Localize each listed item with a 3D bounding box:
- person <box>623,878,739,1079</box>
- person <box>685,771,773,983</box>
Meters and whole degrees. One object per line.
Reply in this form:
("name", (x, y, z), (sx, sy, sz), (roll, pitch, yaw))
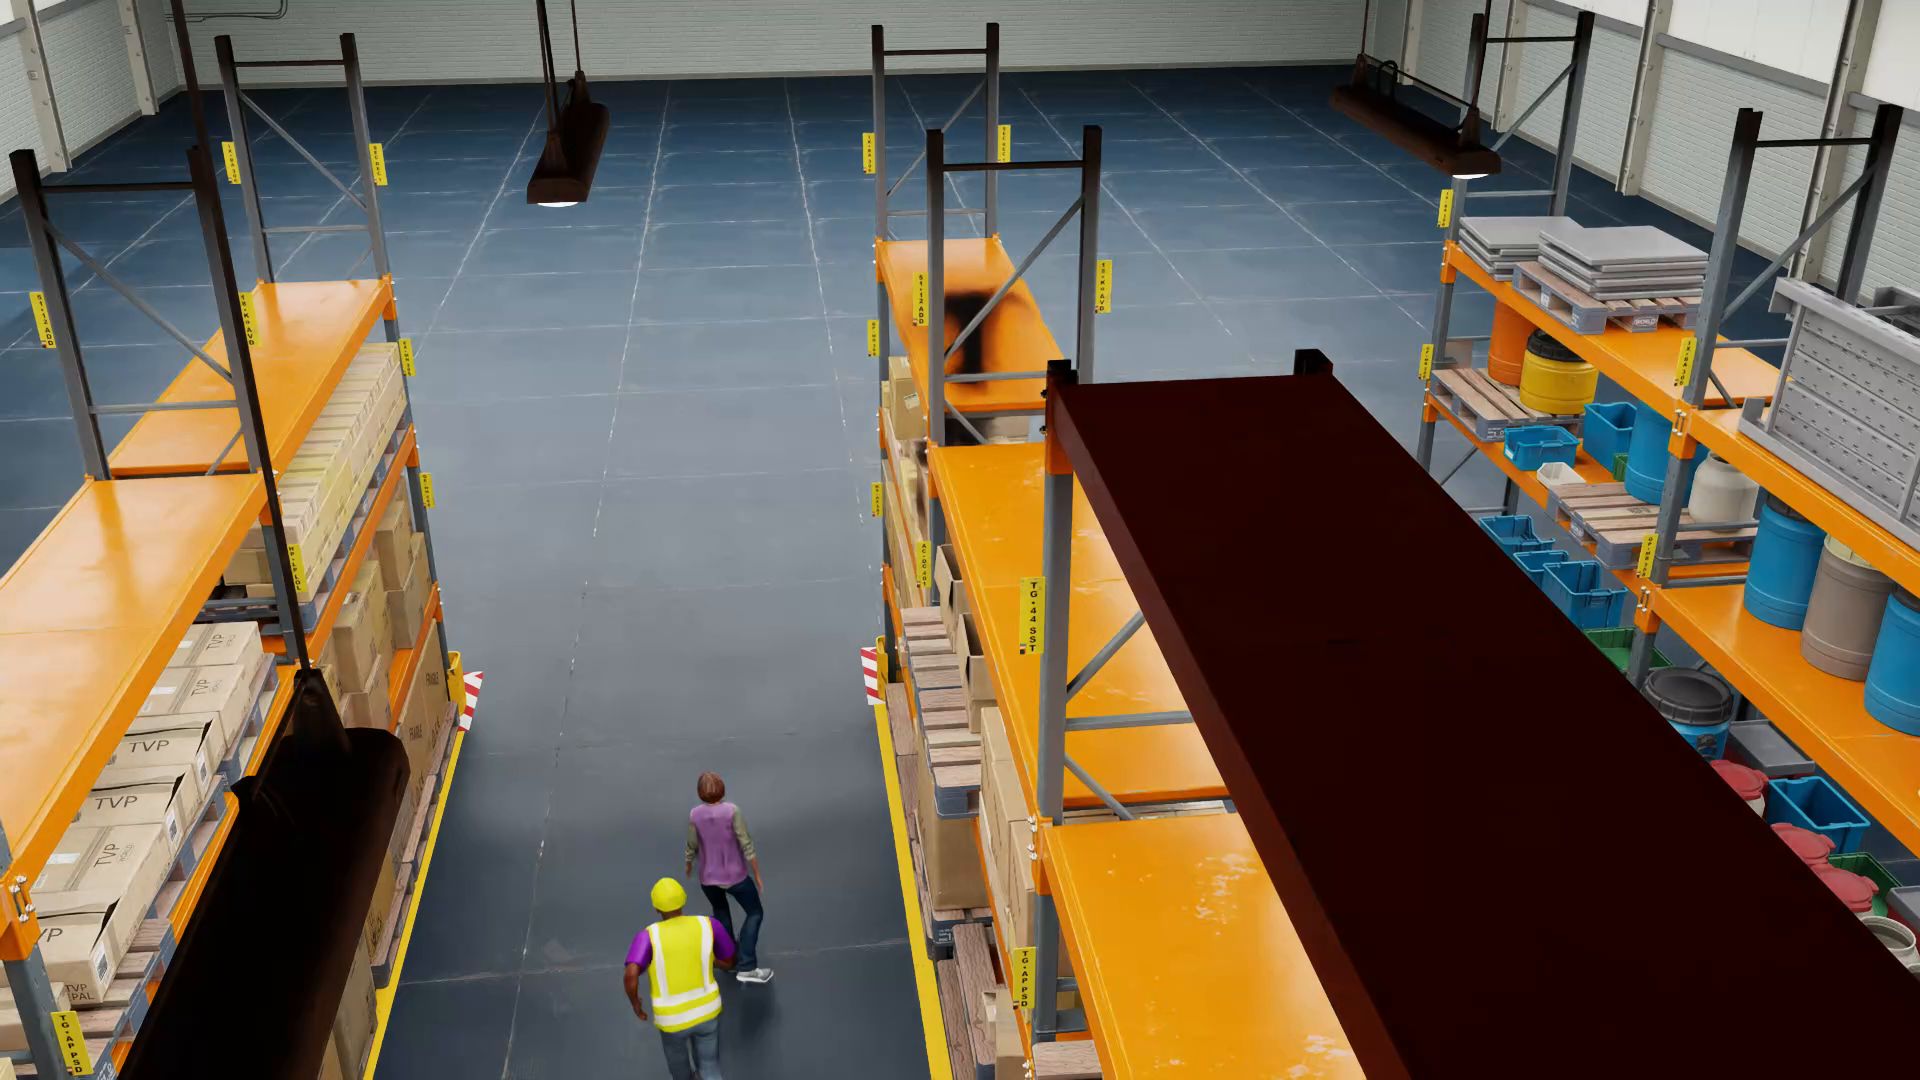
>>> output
("person", (-1.667, 3.013, 10.291), (0.749, 1.721, 1.029), (-12, 28, -24))
("person", (-1.650, 2.393, 11.713), (0.672, 1.522, 0.593), (2, 26, 5))
